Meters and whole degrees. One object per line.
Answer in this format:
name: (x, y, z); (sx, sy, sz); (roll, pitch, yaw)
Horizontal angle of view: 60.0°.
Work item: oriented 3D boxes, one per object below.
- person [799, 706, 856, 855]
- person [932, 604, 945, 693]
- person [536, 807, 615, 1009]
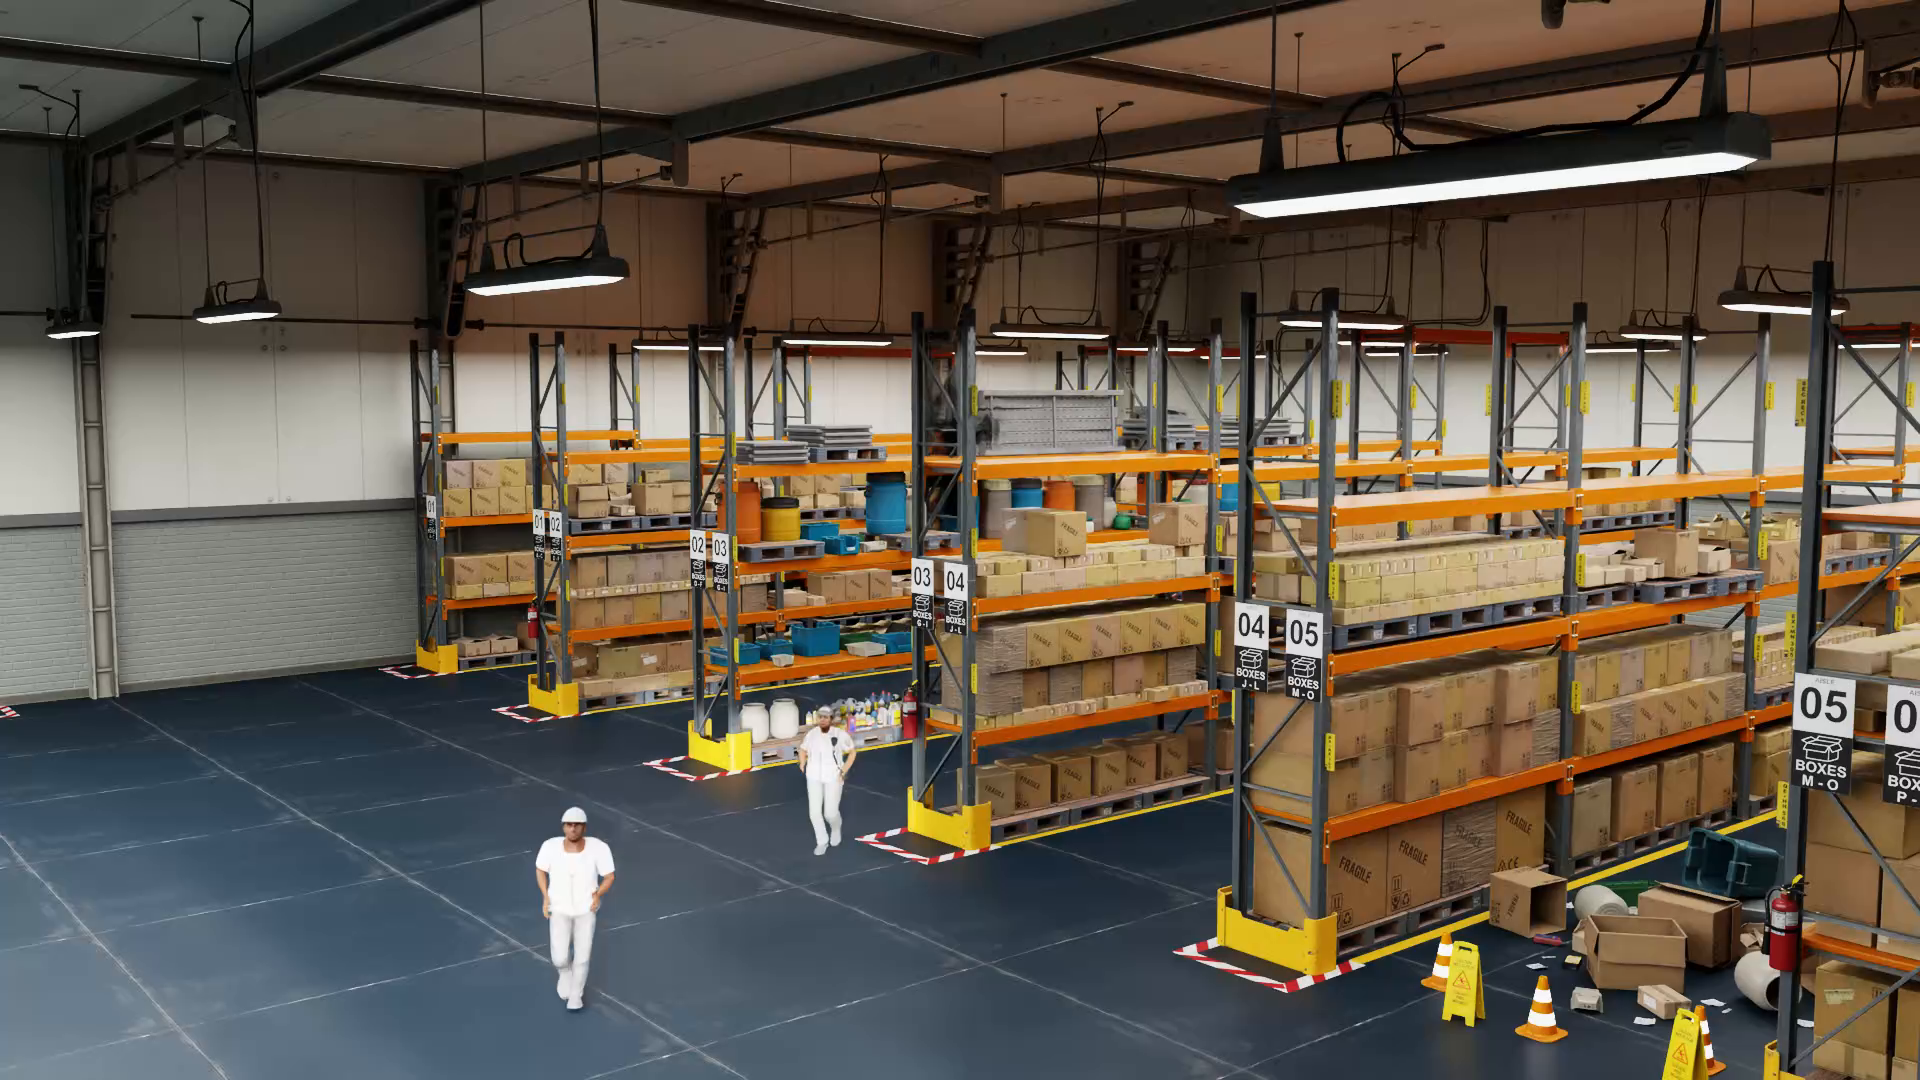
person: (-1.508, 2.662, 18.430); (0.635, 1.642, 0.562); (1, 5, 15)
person: (-0.165, 1.688, 28.190); (0.721, 1.742, 0.876); (5, 7, 44)
person: (-3.166, 3.046, 13.702); (0.640, 1.715, 0.576); (-1, 5, -12)
